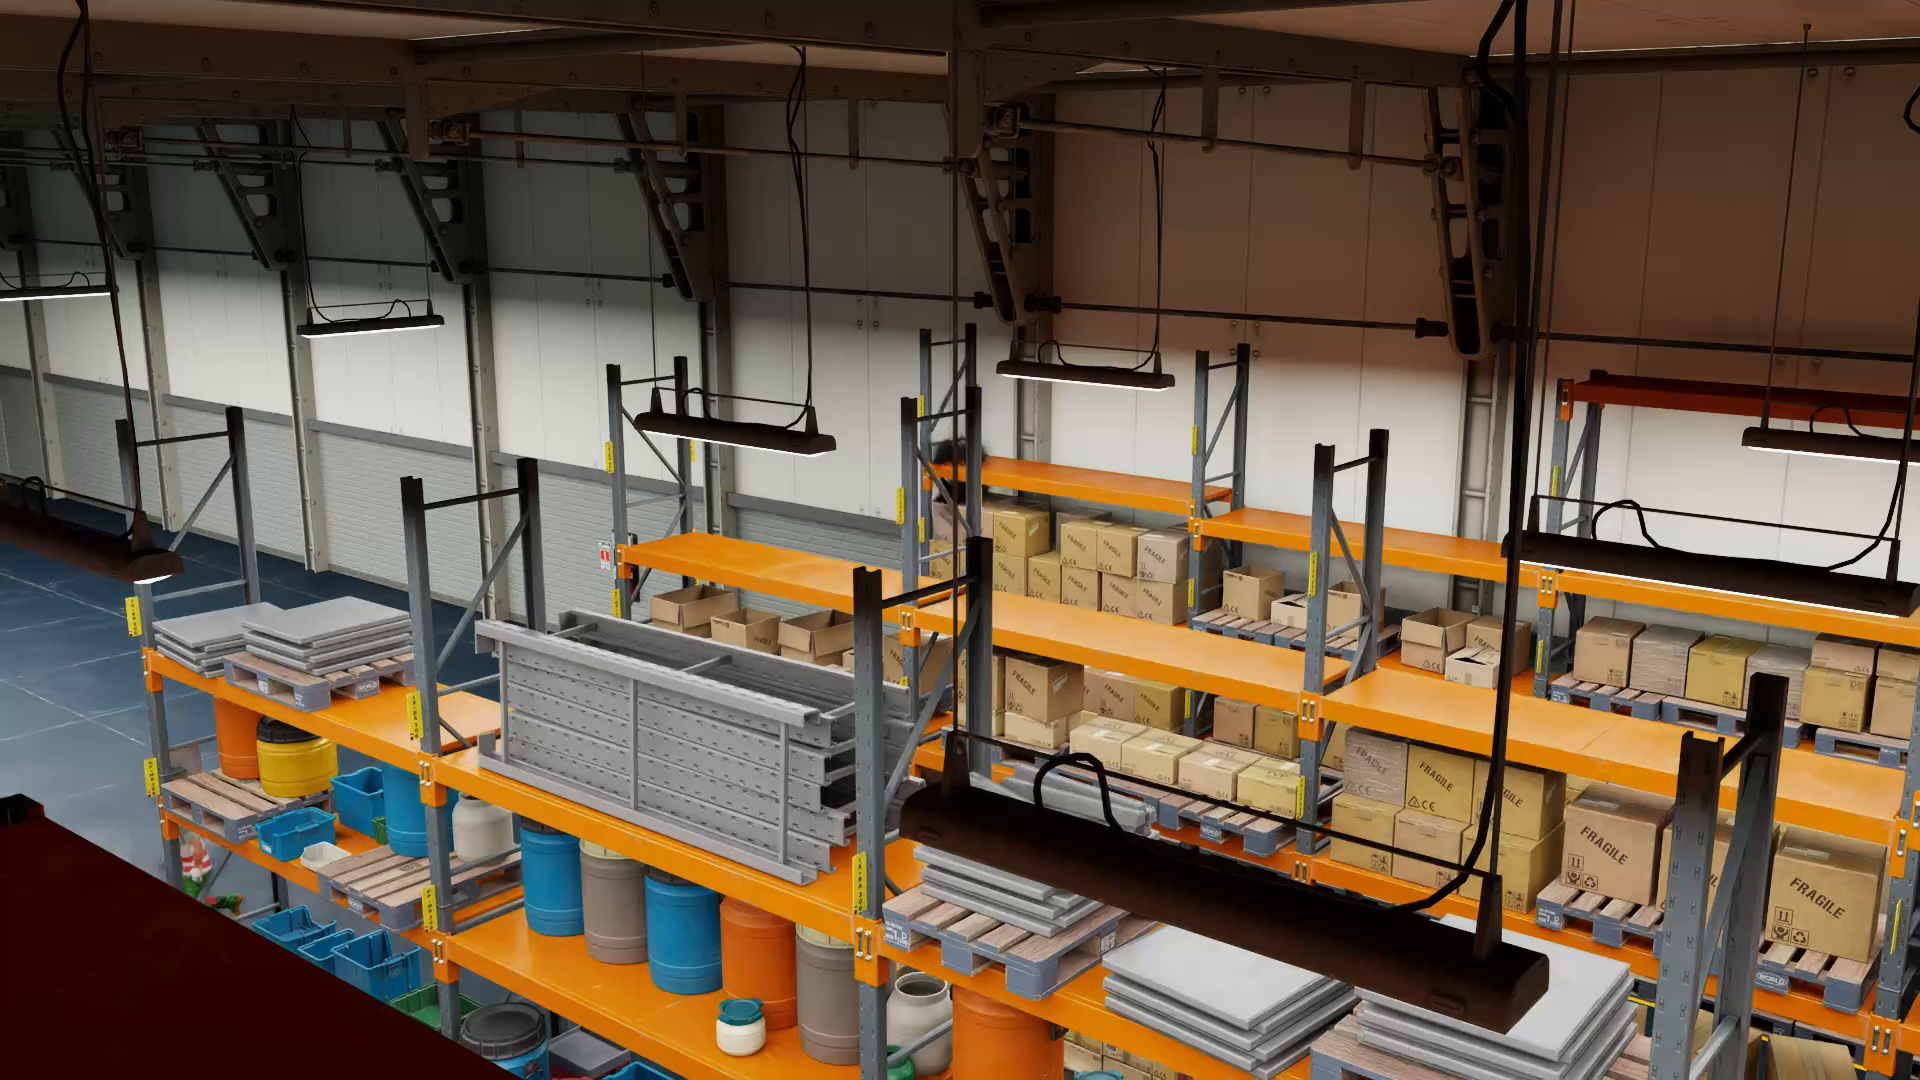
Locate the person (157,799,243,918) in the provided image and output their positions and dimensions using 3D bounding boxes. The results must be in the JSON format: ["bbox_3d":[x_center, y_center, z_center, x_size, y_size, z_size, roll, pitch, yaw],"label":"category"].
[{"bbox_3d":[-7.901,3.417,17.285,0.761,1.750,0.685,-7,15,-29],"label":"person"}]
